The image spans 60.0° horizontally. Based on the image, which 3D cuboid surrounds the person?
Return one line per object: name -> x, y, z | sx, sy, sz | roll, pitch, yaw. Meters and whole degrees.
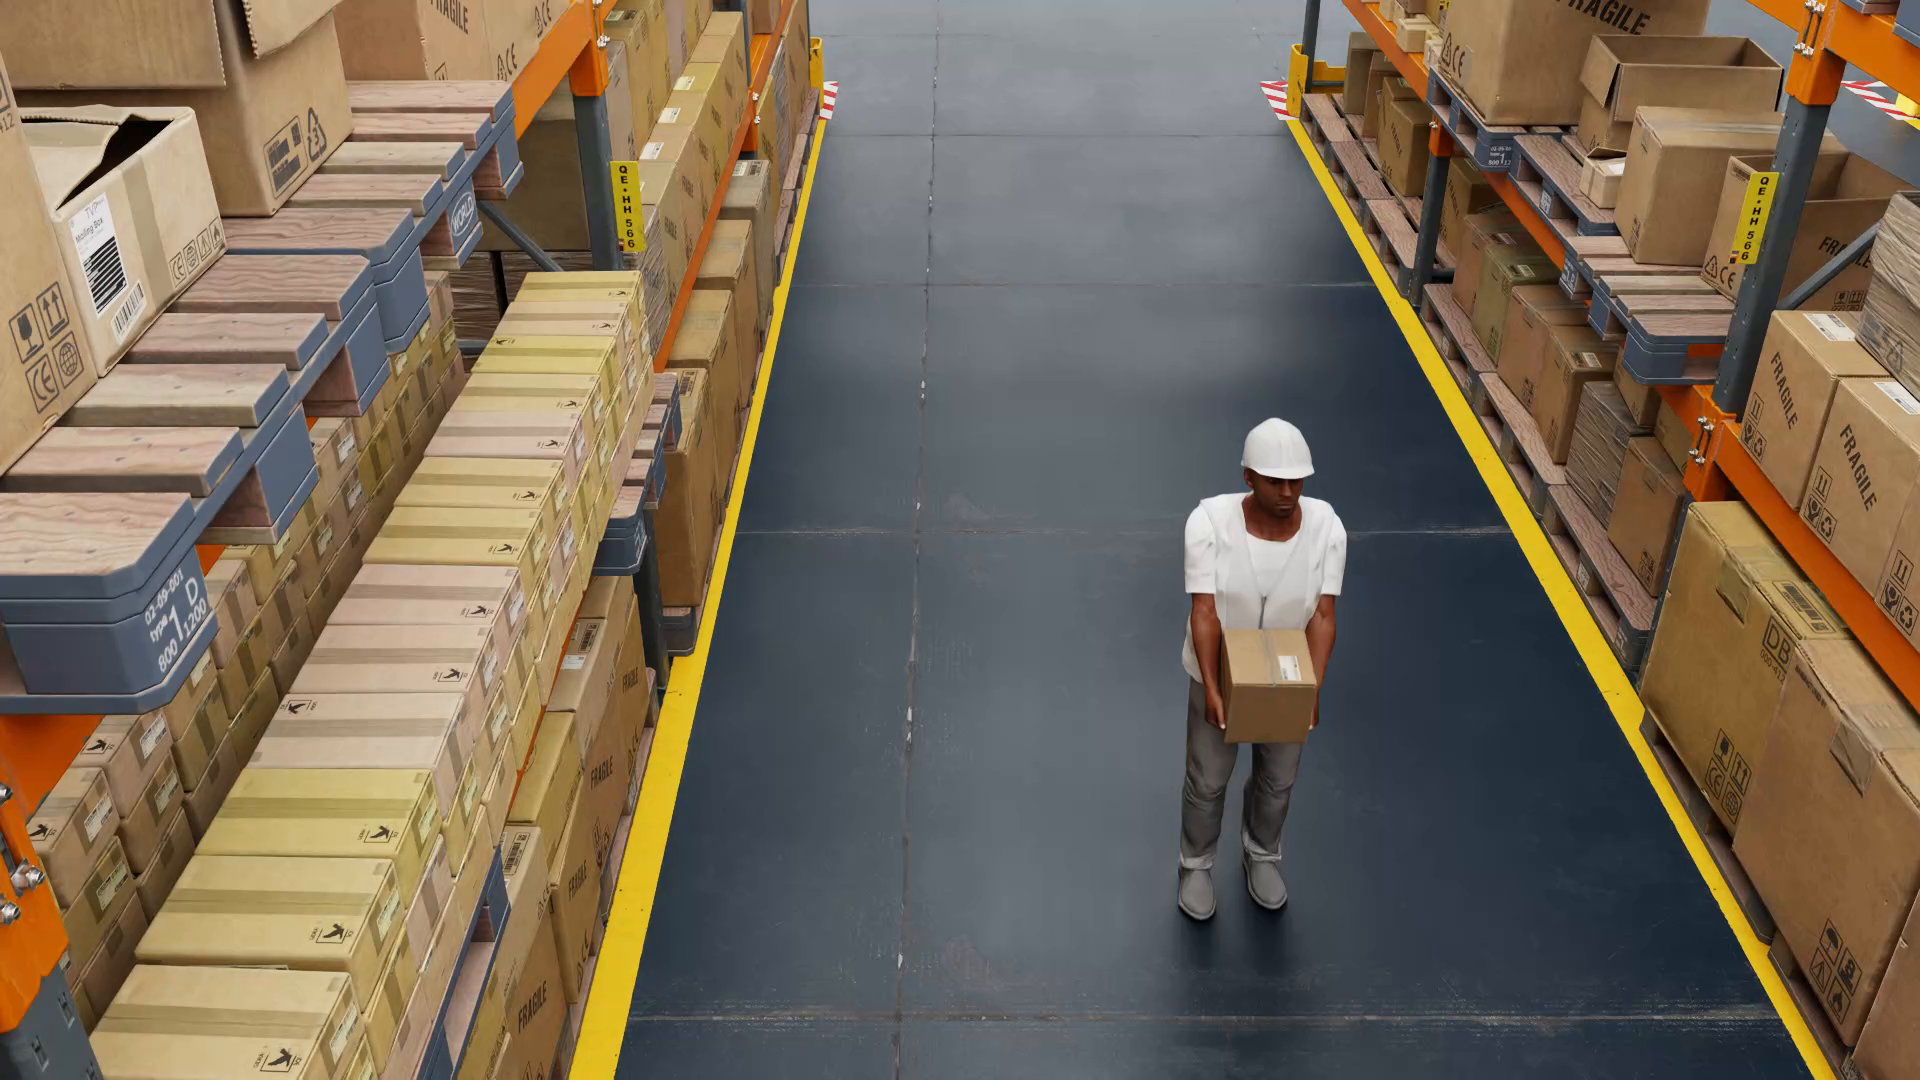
person -> 0.952, 0.482, 5.326 | 0.504, 1.760, 0.583 | 0, 31, 1
